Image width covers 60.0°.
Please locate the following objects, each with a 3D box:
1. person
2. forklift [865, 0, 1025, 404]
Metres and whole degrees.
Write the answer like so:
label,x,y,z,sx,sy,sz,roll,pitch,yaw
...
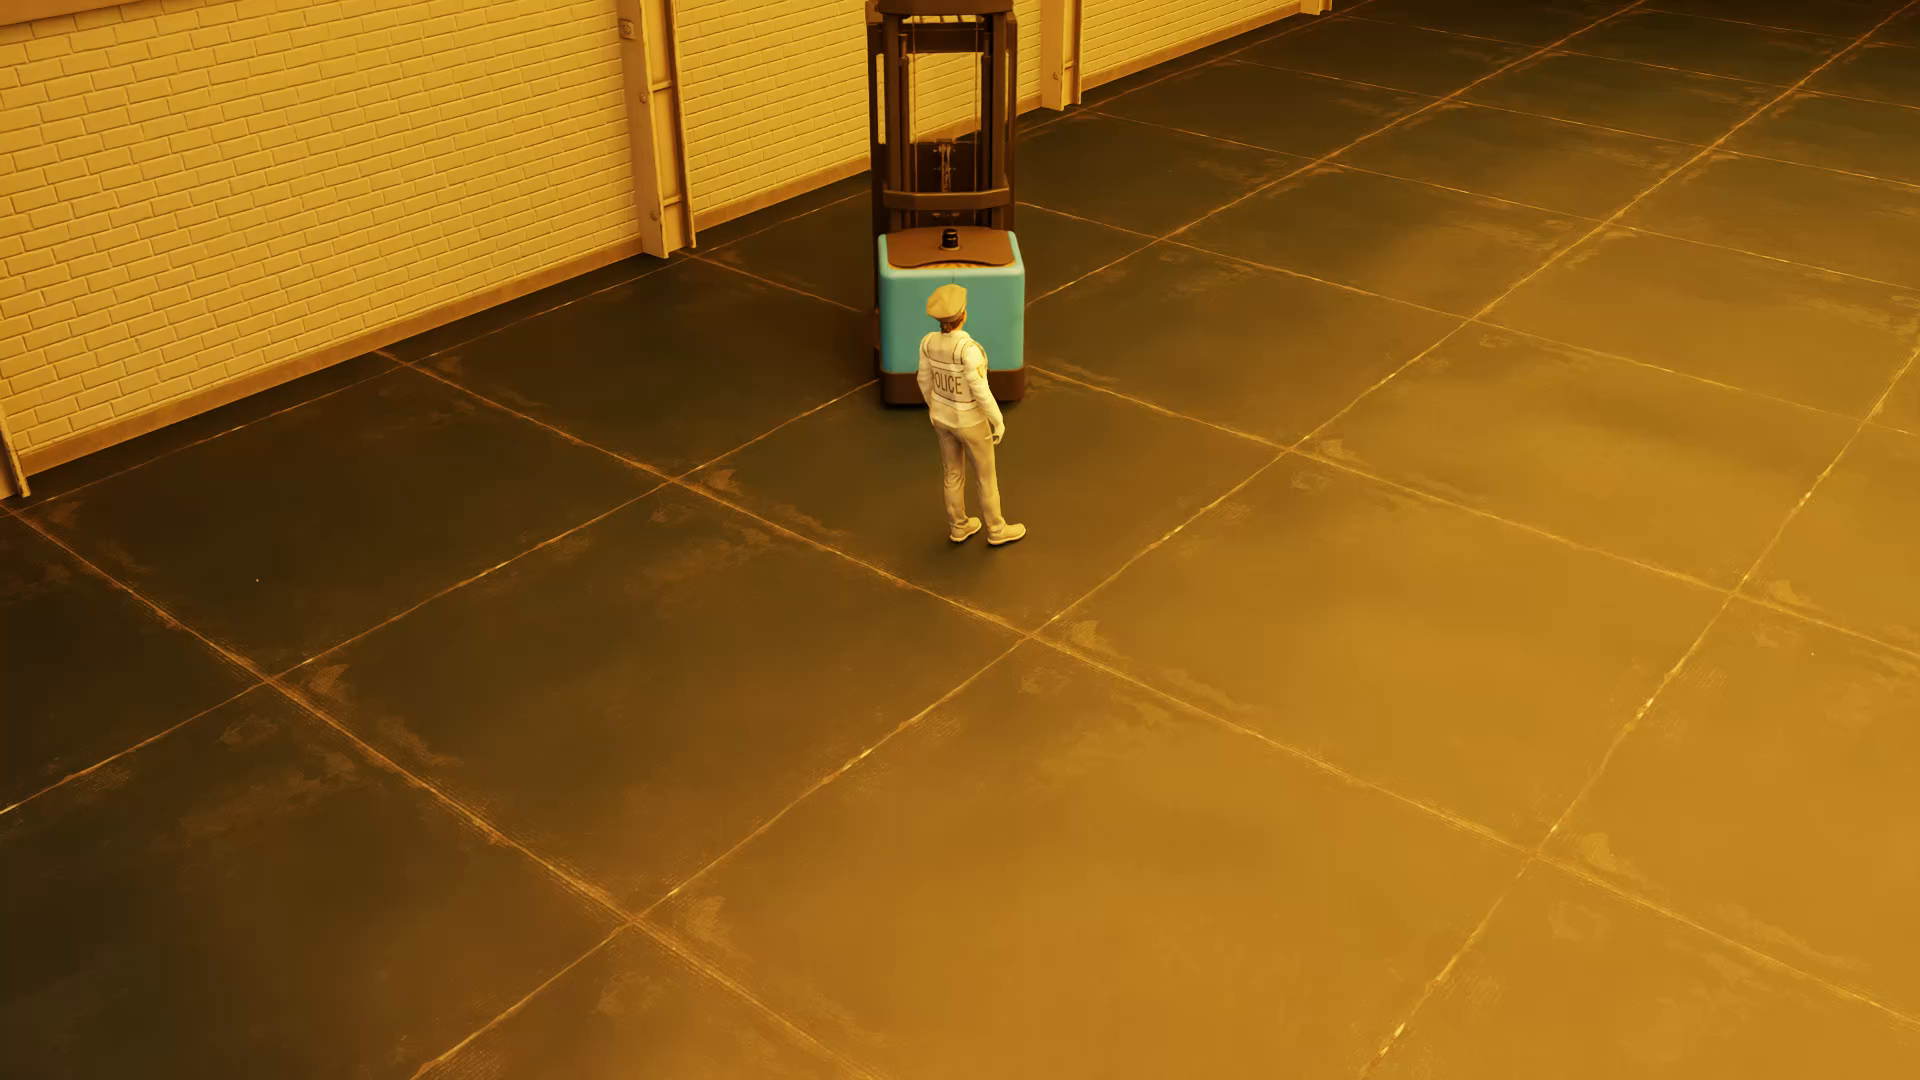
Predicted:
label,x,y,z,sx,sy,sz,roll,pitch,yaw
person,0.047,-0.762,10.110,0.587,1.696,0.534,22,37,33
forklift,-0.144,-2.965,12.669,1.130,2.935,3.031,-2,30,-3
